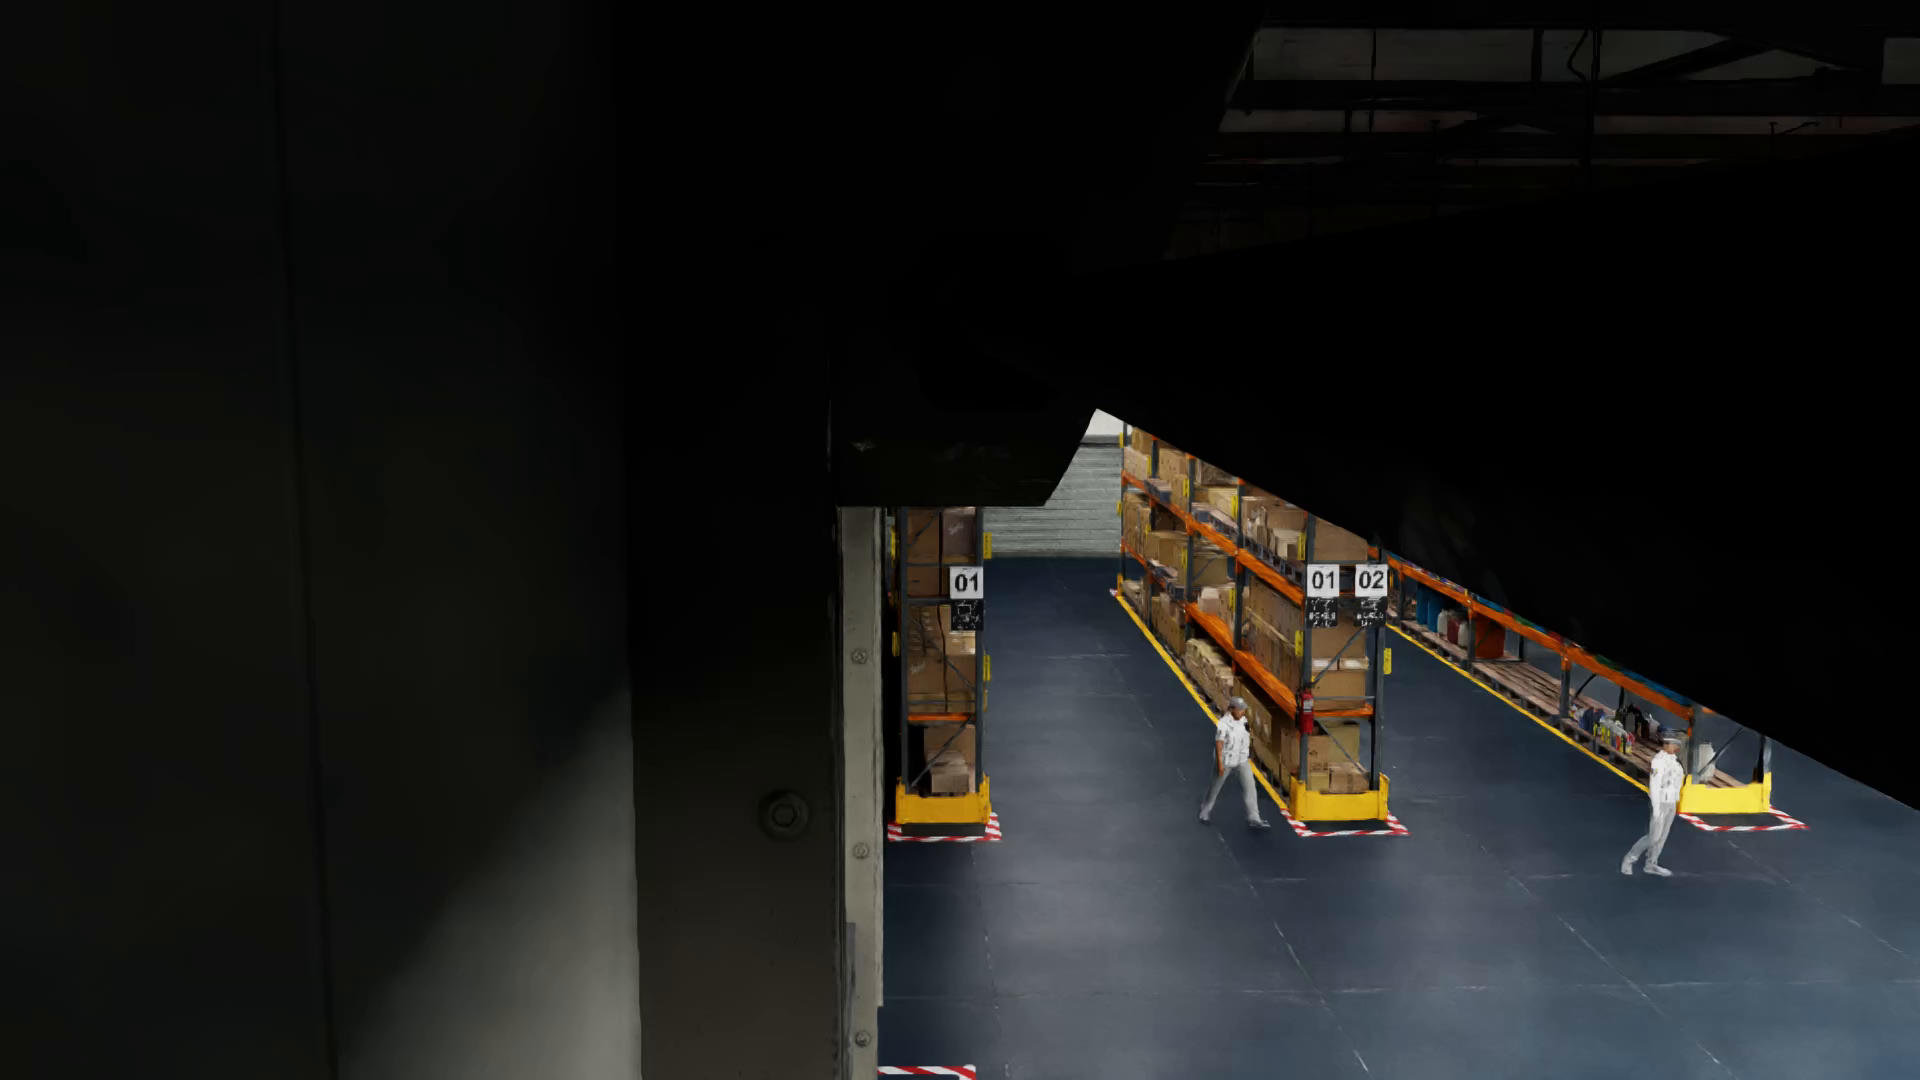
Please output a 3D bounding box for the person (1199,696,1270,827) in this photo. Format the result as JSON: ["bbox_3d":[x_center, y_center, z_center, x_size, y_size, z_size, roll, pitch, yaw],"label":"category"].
[{"bbox_3d":[3.330,2.688,20.290,0.567,1.619,0.914,-4,9,-25],"label":"person"}]

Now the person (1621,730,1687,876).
[{"bbox_3d":[7.706,2.927,18.479,0.659,1.662,0.499,-7,11,-42],"label":"person"}]
